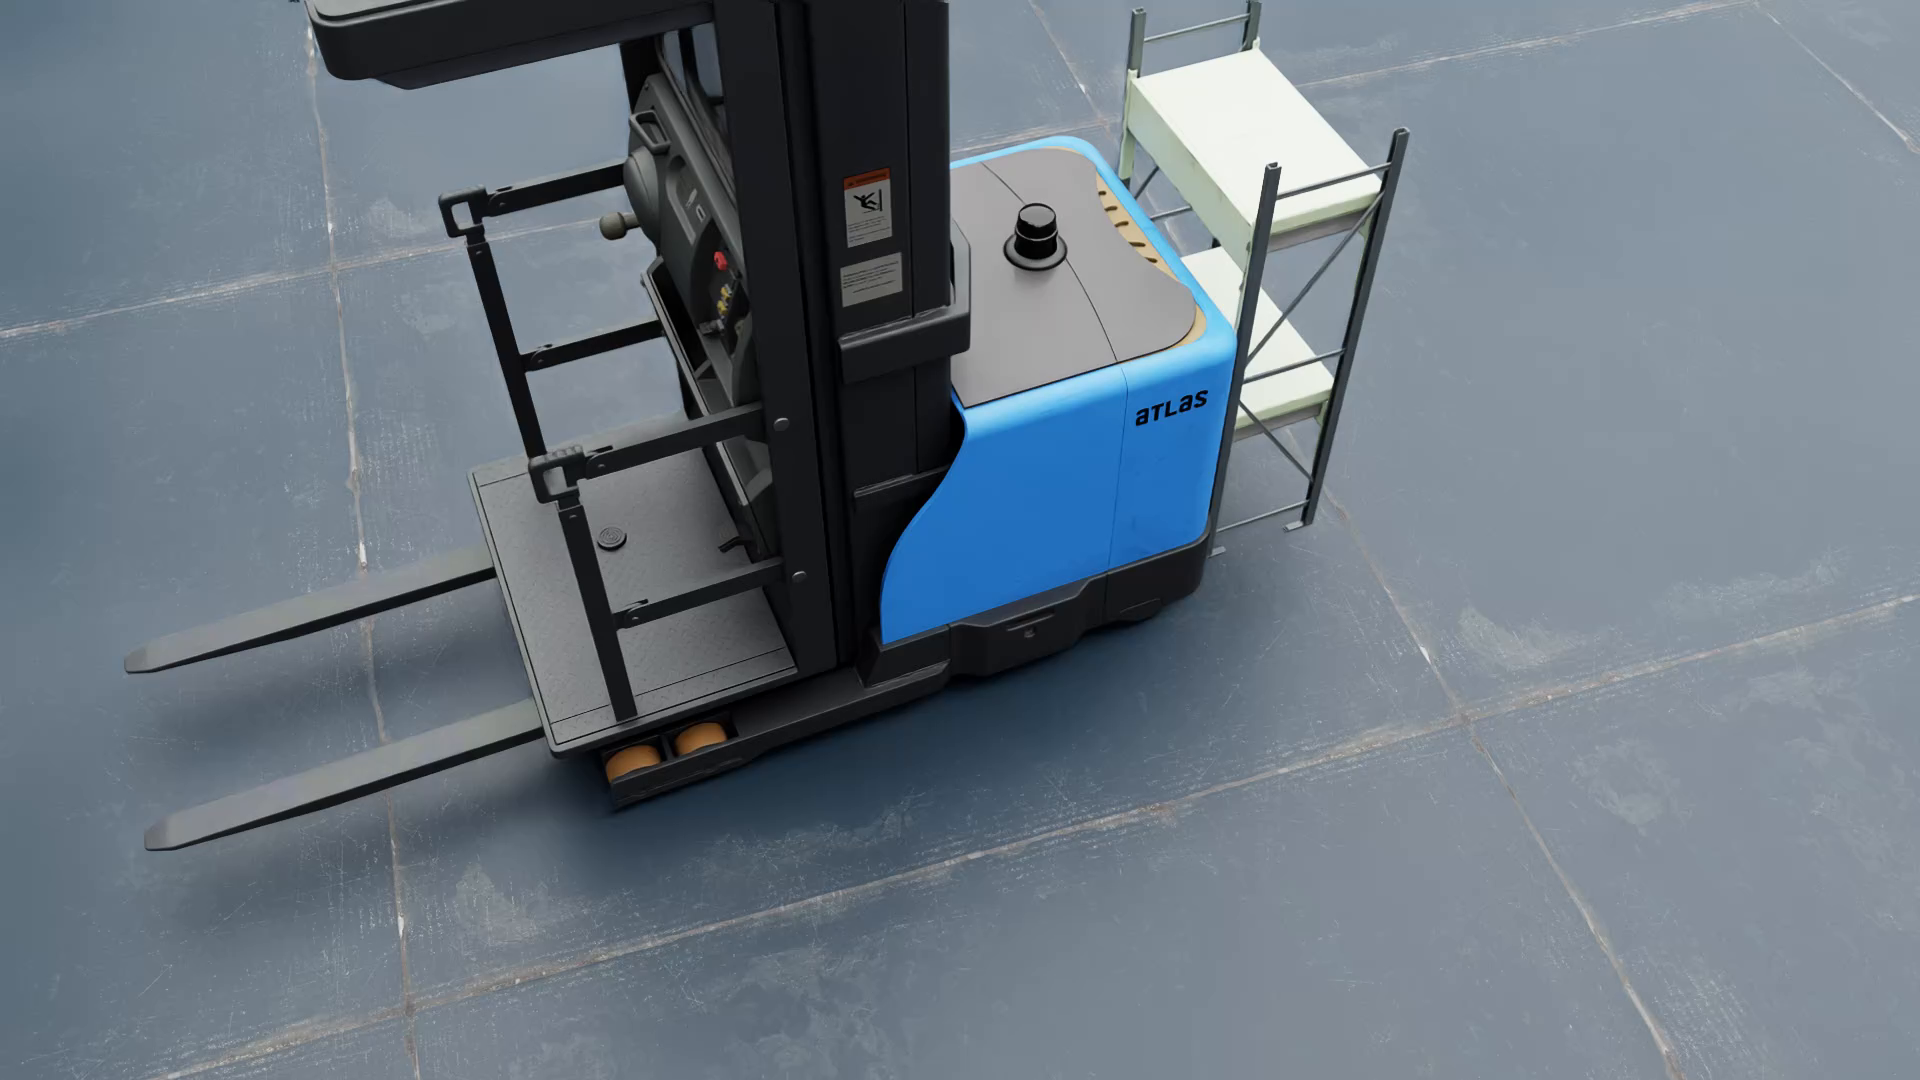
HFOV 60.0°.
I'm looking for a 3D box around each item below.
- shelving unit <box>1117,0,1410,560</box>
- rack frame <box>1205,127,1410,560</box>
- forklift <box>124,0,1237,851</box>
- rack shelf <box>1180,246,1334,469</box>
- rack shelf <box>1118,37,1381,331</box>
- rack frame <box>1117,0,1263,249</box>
[{"bbox_3d":[0.794,-0.743,4.895,0.431,1.500,0.755,-18,52,-14],"label":"shelving unit"},{"bbox_3d":[0.935,-0.485,4.678,0.400,1.500,0.023,-18,52,-14],"label":"rack frame"},{"bbox_3d":[-0.828,-0.681,3.907,3.031,2.935,1.130,-18,52,-14],"label":"forklift"},{"bbox_3d":[0.794,-0.533,5.145,0.431,0.370,0.720,-18,52,-14],"label":"rack shelf"},{"bbox_3d":[0.794,-0.995,4.597,0.431,0.370,0.720,-18,52,-14],"label":"rack shelf"},{"bbox_3d":[0.653,-1.001,5.113,0.400,1.500,0.023,-18,52,-14],"label":"rack frame"}]
